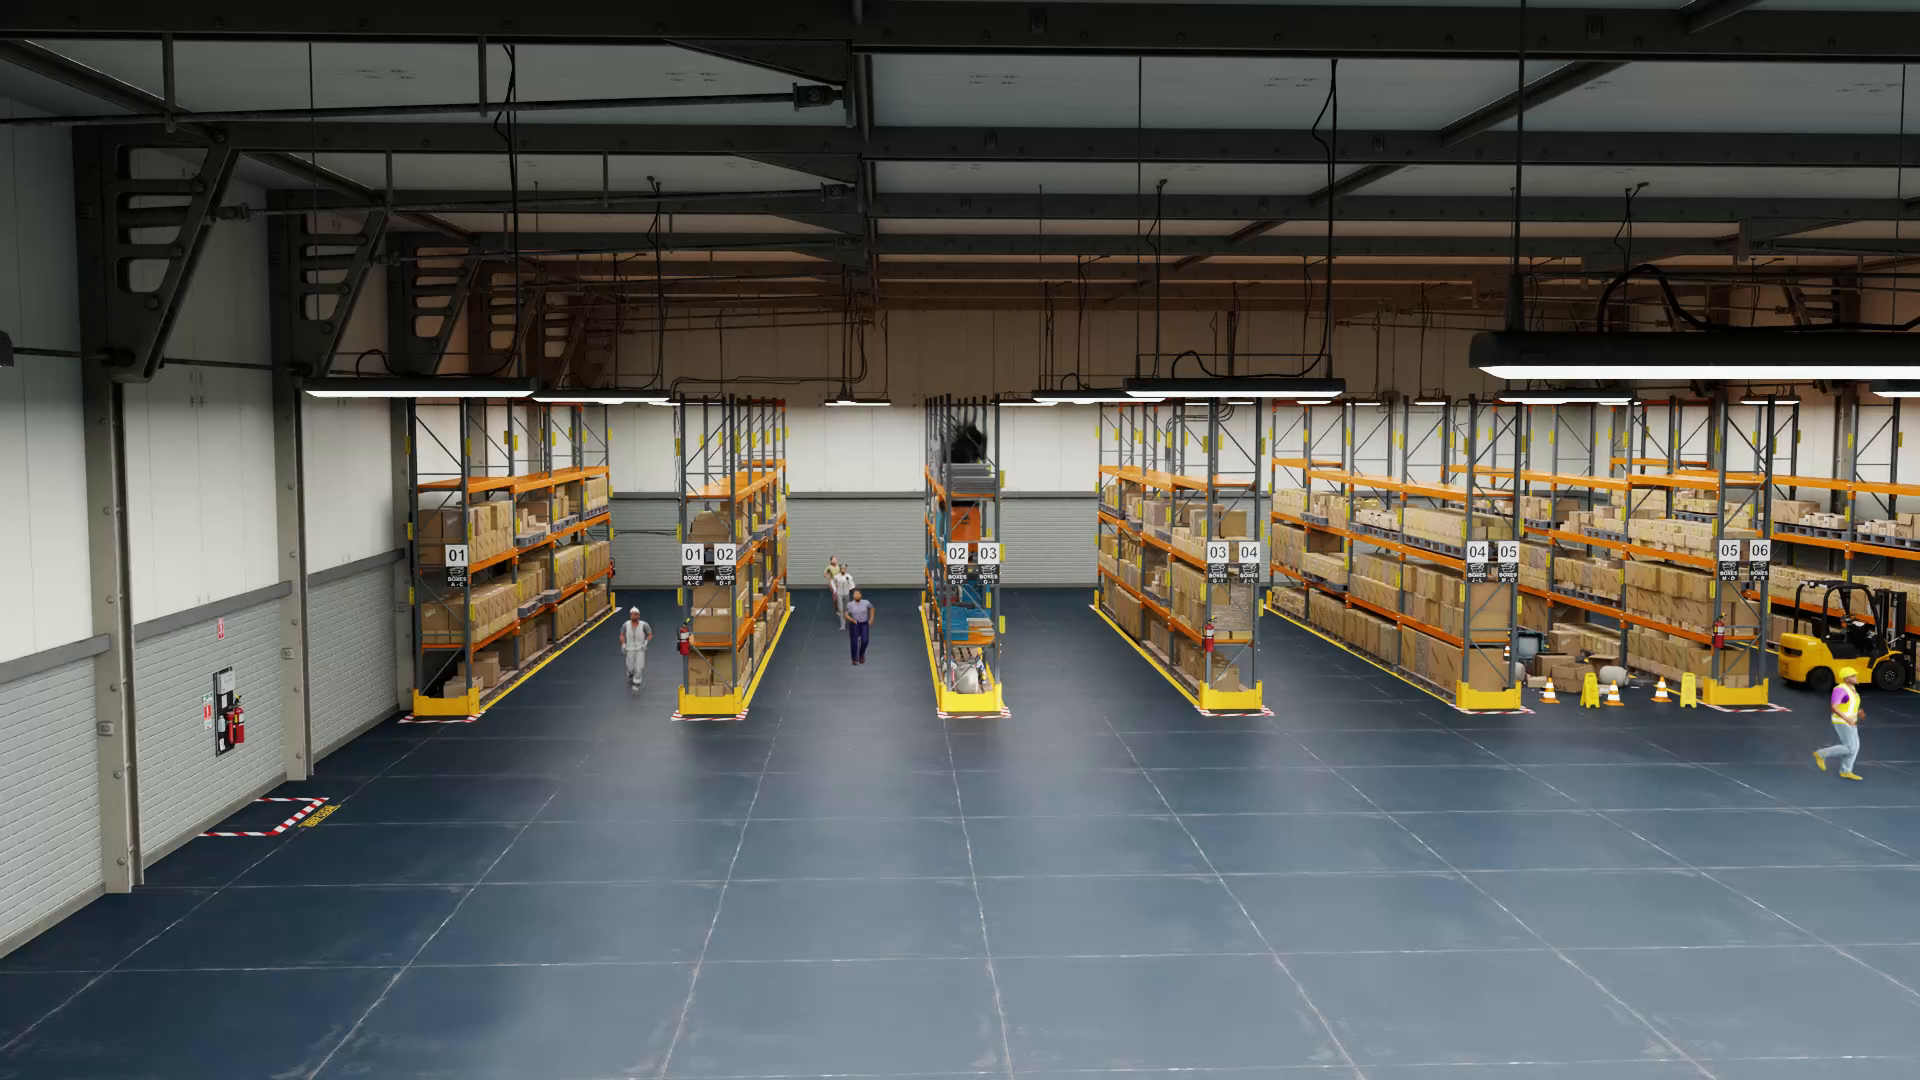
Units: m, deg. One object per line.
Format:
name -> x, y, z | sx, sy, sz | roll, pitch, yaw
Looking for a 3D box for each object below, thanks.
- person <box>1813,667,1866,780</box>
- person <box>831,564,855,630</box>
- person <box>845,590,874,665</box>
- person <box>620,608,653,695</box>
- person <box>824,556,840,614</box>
person -> 13.691, 2.827, 25.834 | 0.662, 1.741, 0.698 | 4, 6, 41
person -> -3.045, 1.454, 43.335 | 0.617, 1.706, 0.923 | -1, 5, -10
person -> -2.119, 1.857, 35.160 | 0.628, 1.626, 0.697 | -1, 5, -7
person -> -6.483, 2.224, 33.303 | 0.645, 1.751, 0.631 | 0, 5, -6
person -> -3.461, 1.270, 45.997 | 0.605, 1.677, 0.610 | -1, 5, -14
